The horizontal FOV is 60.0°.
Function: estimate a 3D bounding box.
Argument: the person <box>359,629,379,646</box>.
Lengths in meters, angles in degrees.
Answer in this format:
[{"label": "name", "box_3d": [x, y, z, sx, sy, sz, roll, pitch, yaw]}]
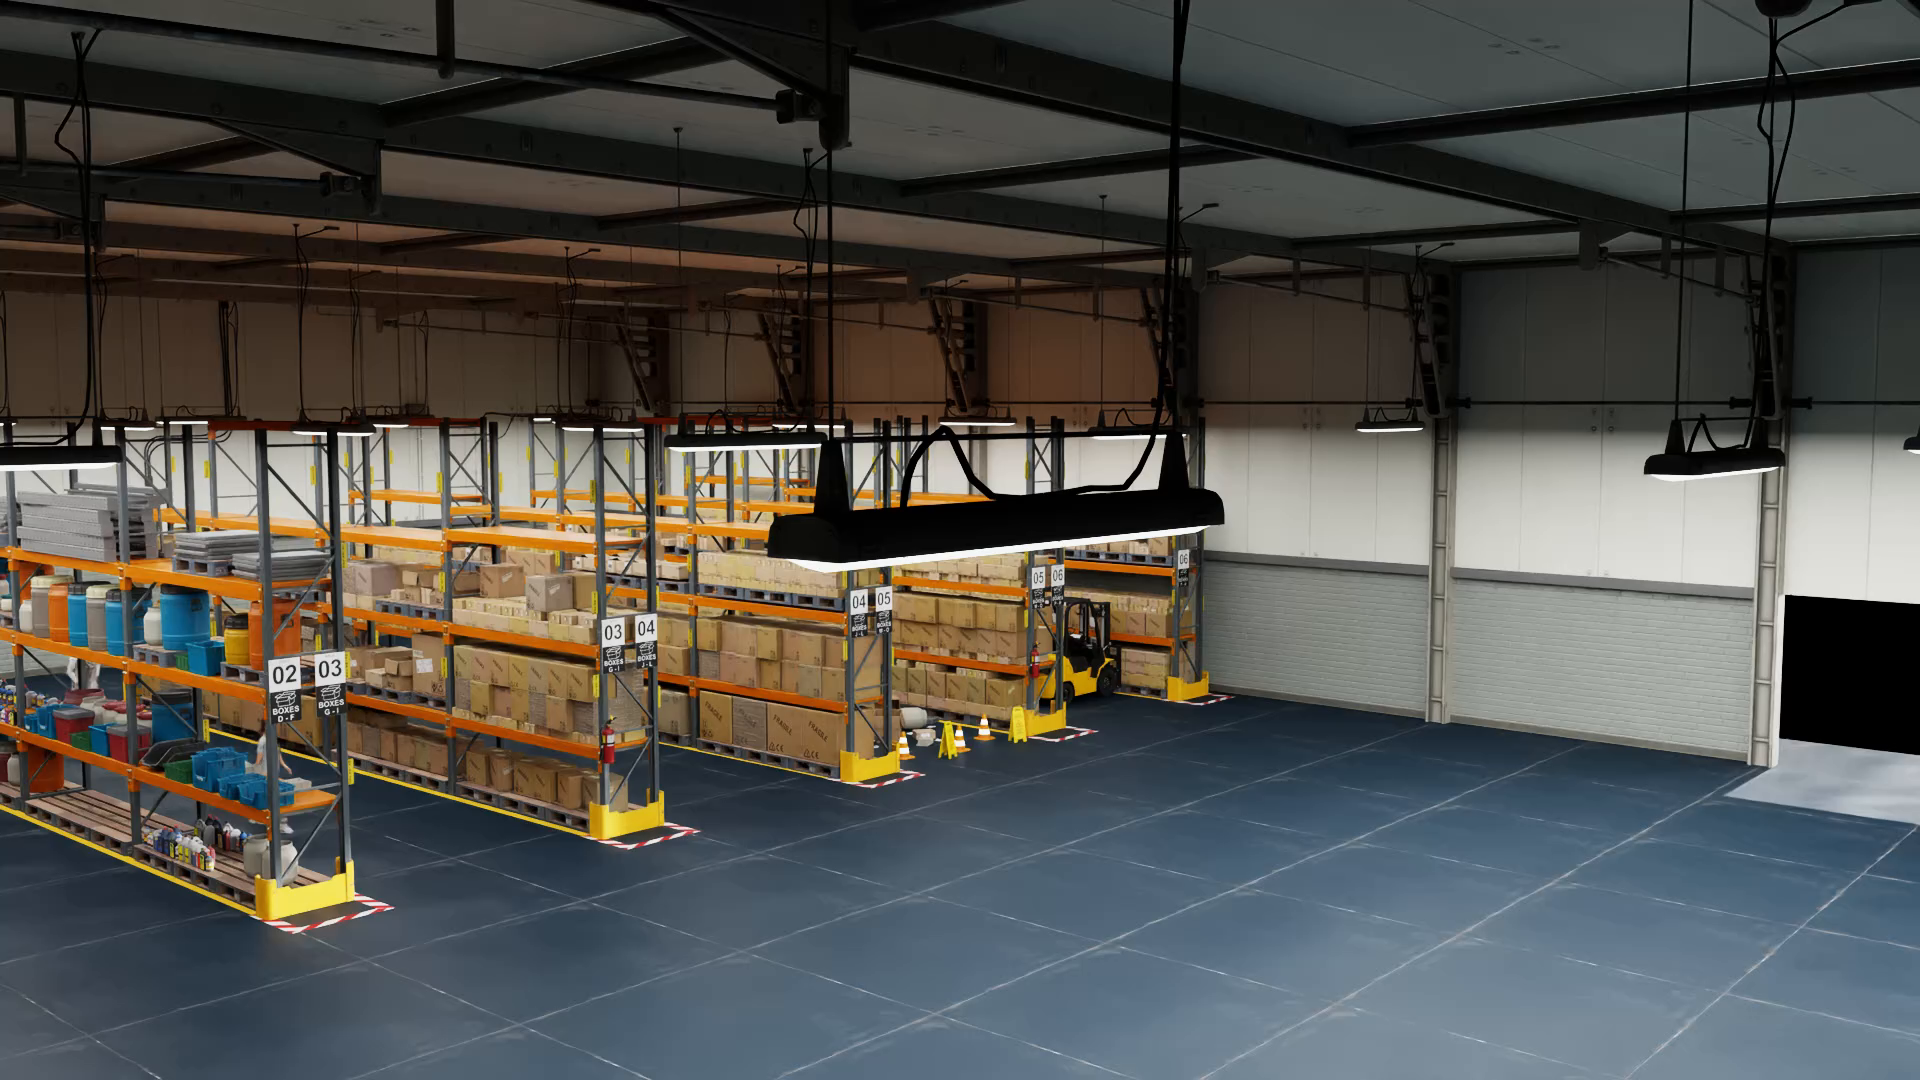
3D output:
[{"label": "person", "box_3d": [-14.205, 2.176, 39.883, 0.547, 1.703, 0.899, 1, 5, 16]}]

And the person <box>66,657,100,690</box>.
[{"label": "person", "box_3d": [-17.108, 2.804, 32.462, 0.674, 1.682, 0.669, -4, 6, -41]}]

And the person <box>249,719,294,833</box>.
[{"label": "person", "box_3d": [-10.199, 3.461, 24.659, 0.875, 1.680, 0.553, 1, 5, 15]}]
